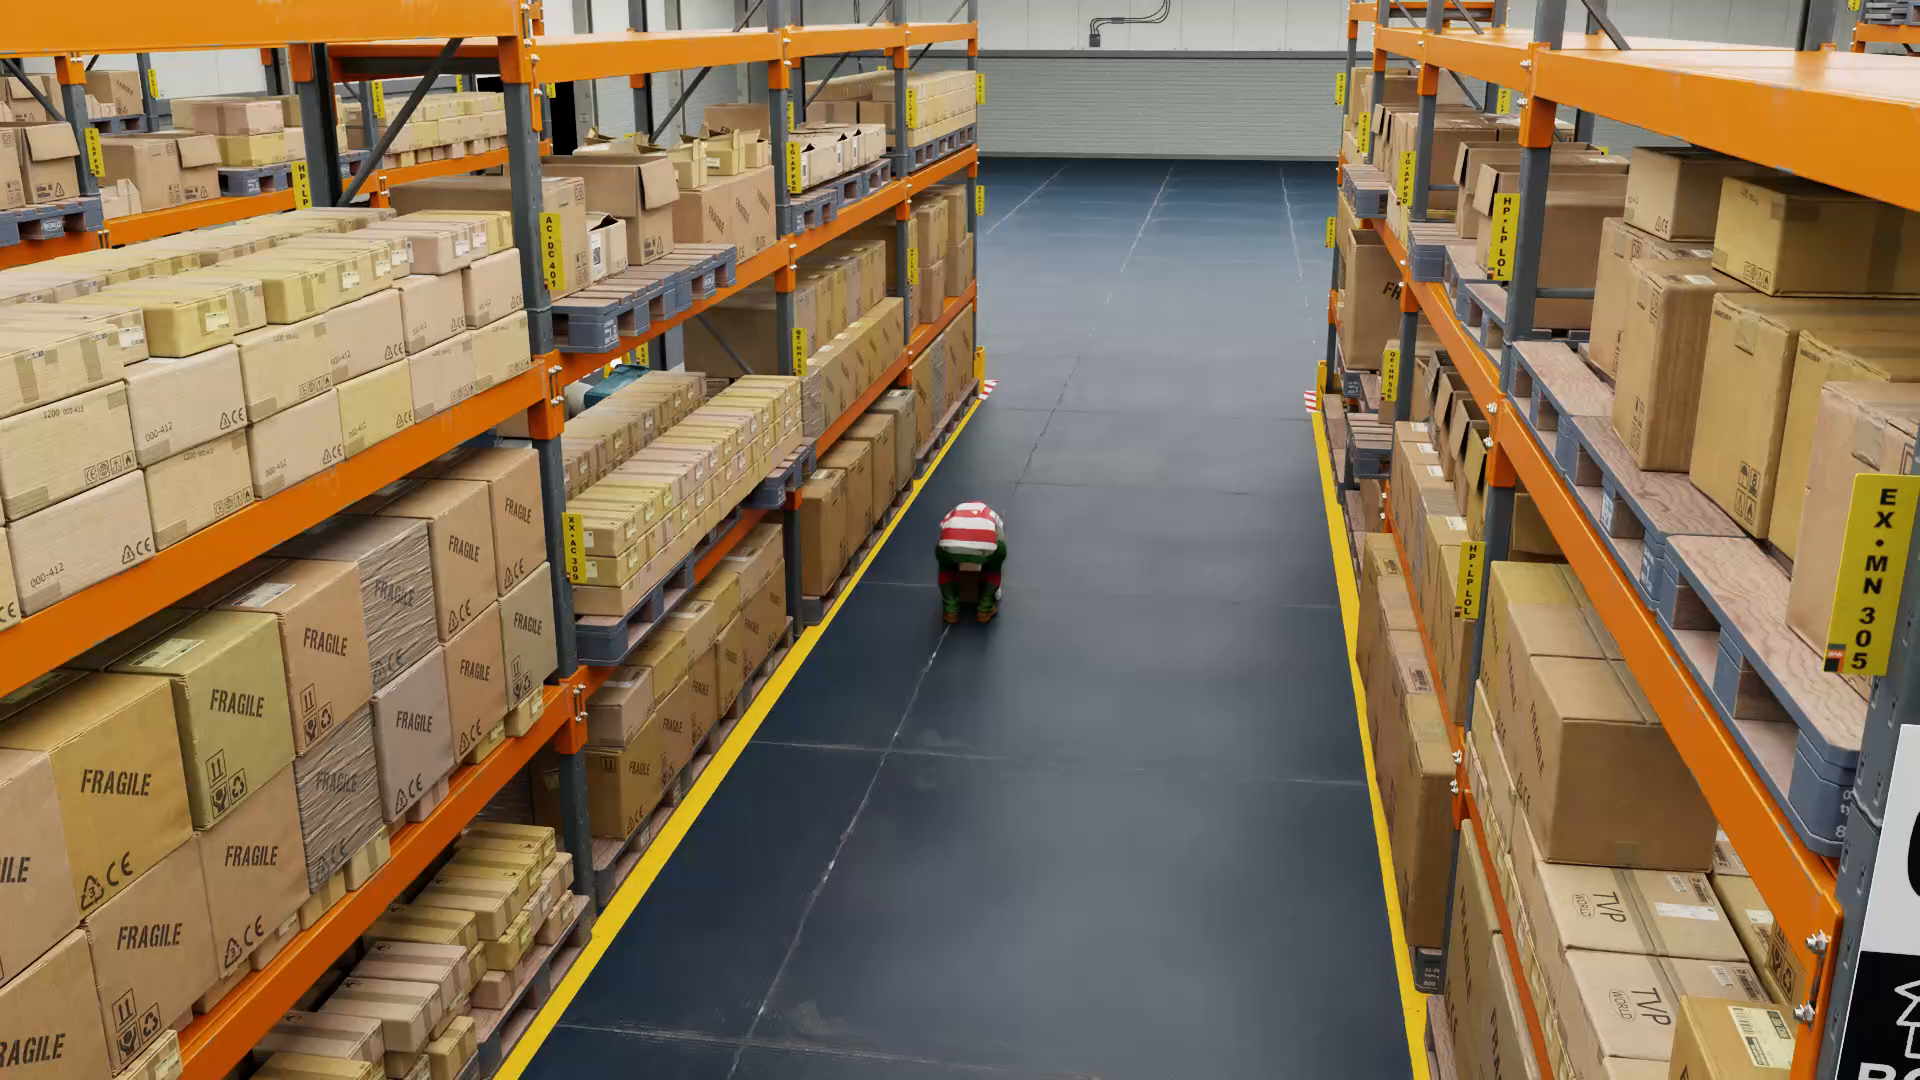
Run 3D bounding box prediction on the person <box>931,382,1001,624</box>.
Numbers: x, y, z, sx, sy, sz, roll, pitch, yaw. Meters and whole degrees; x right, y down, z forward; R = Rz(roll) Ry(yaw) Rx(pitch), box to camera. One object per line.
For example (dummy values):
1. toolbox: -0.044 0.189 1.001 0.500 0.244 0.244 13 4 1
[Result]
1. person: 0.061 -0.292 11.938 0.493 1.782 0.574 3 18 8
